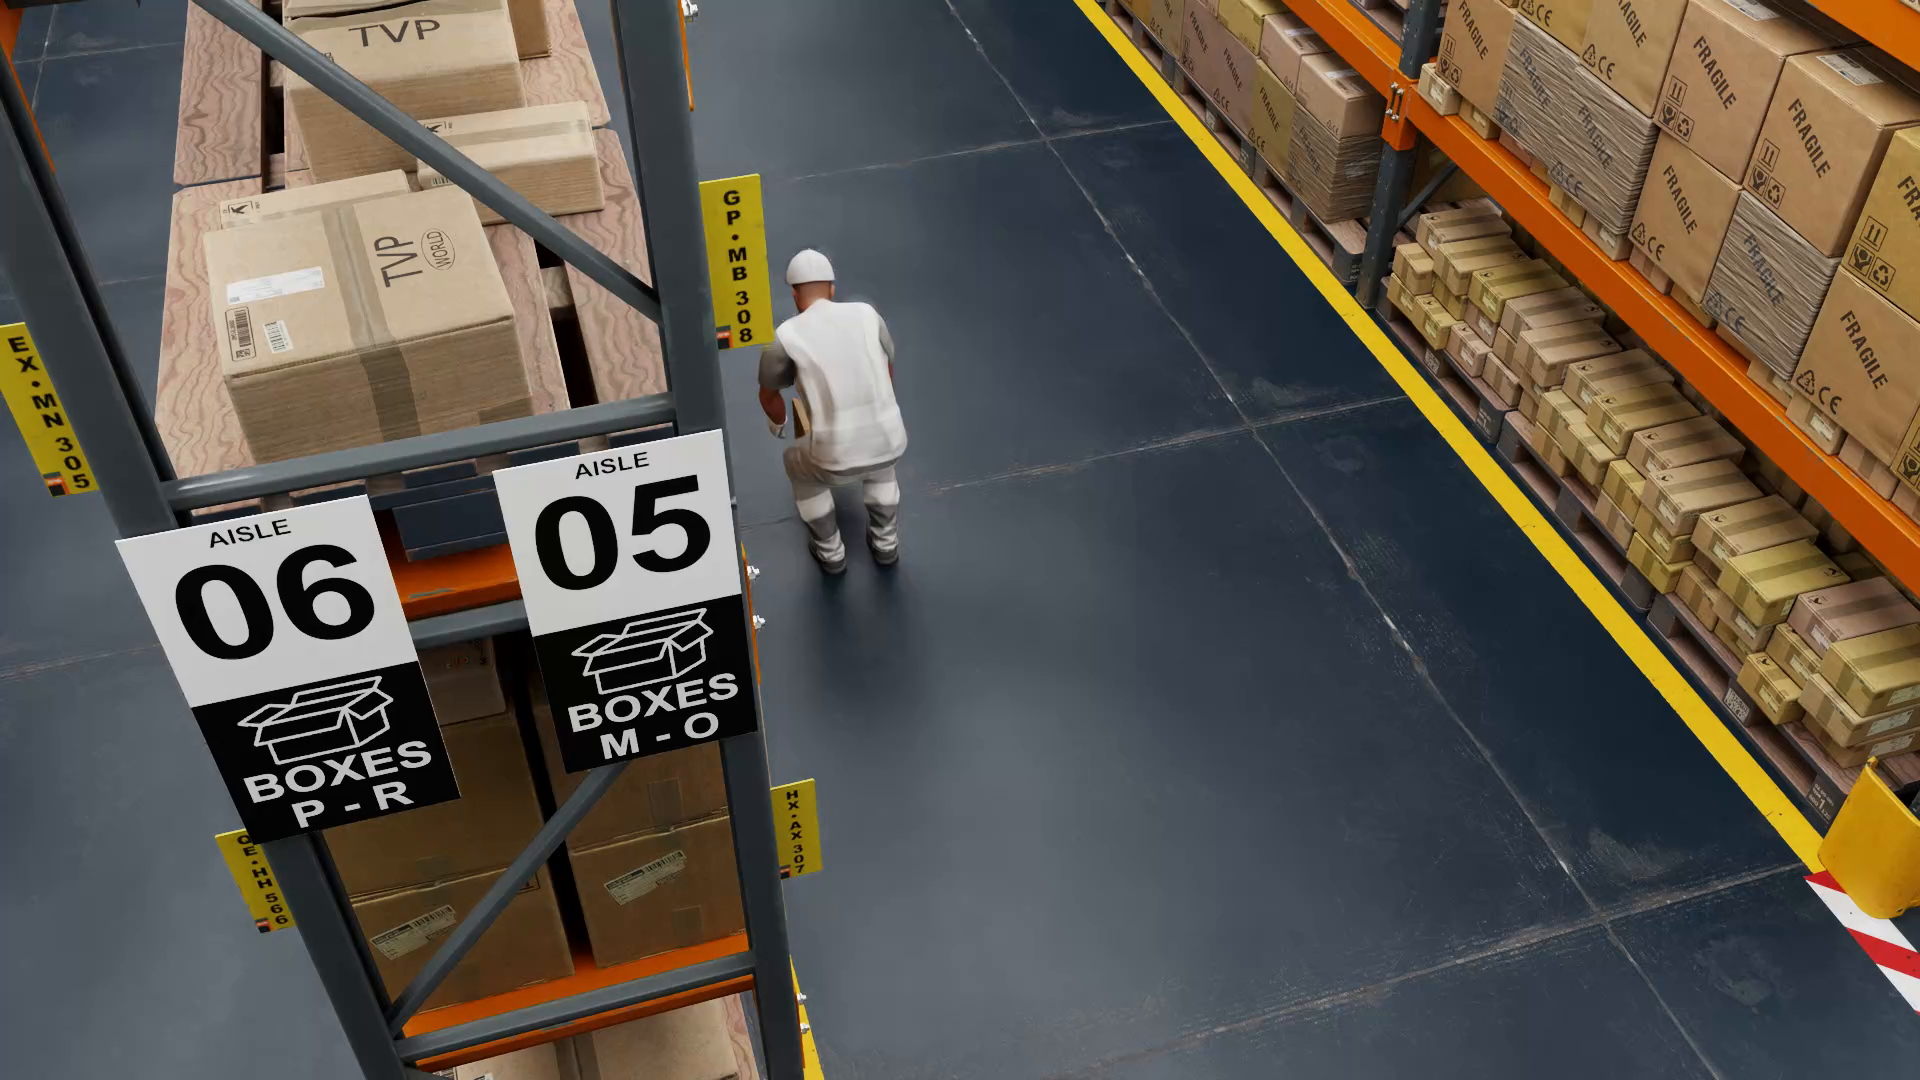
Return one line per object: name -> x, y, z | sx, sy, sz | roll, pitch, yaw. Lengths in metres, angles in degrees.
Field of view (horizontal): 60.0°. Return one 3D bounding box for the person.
person -> -0.533, -0.495, 7.021 | 0.585, 1.354, 0.793 | -12, 43, -13
